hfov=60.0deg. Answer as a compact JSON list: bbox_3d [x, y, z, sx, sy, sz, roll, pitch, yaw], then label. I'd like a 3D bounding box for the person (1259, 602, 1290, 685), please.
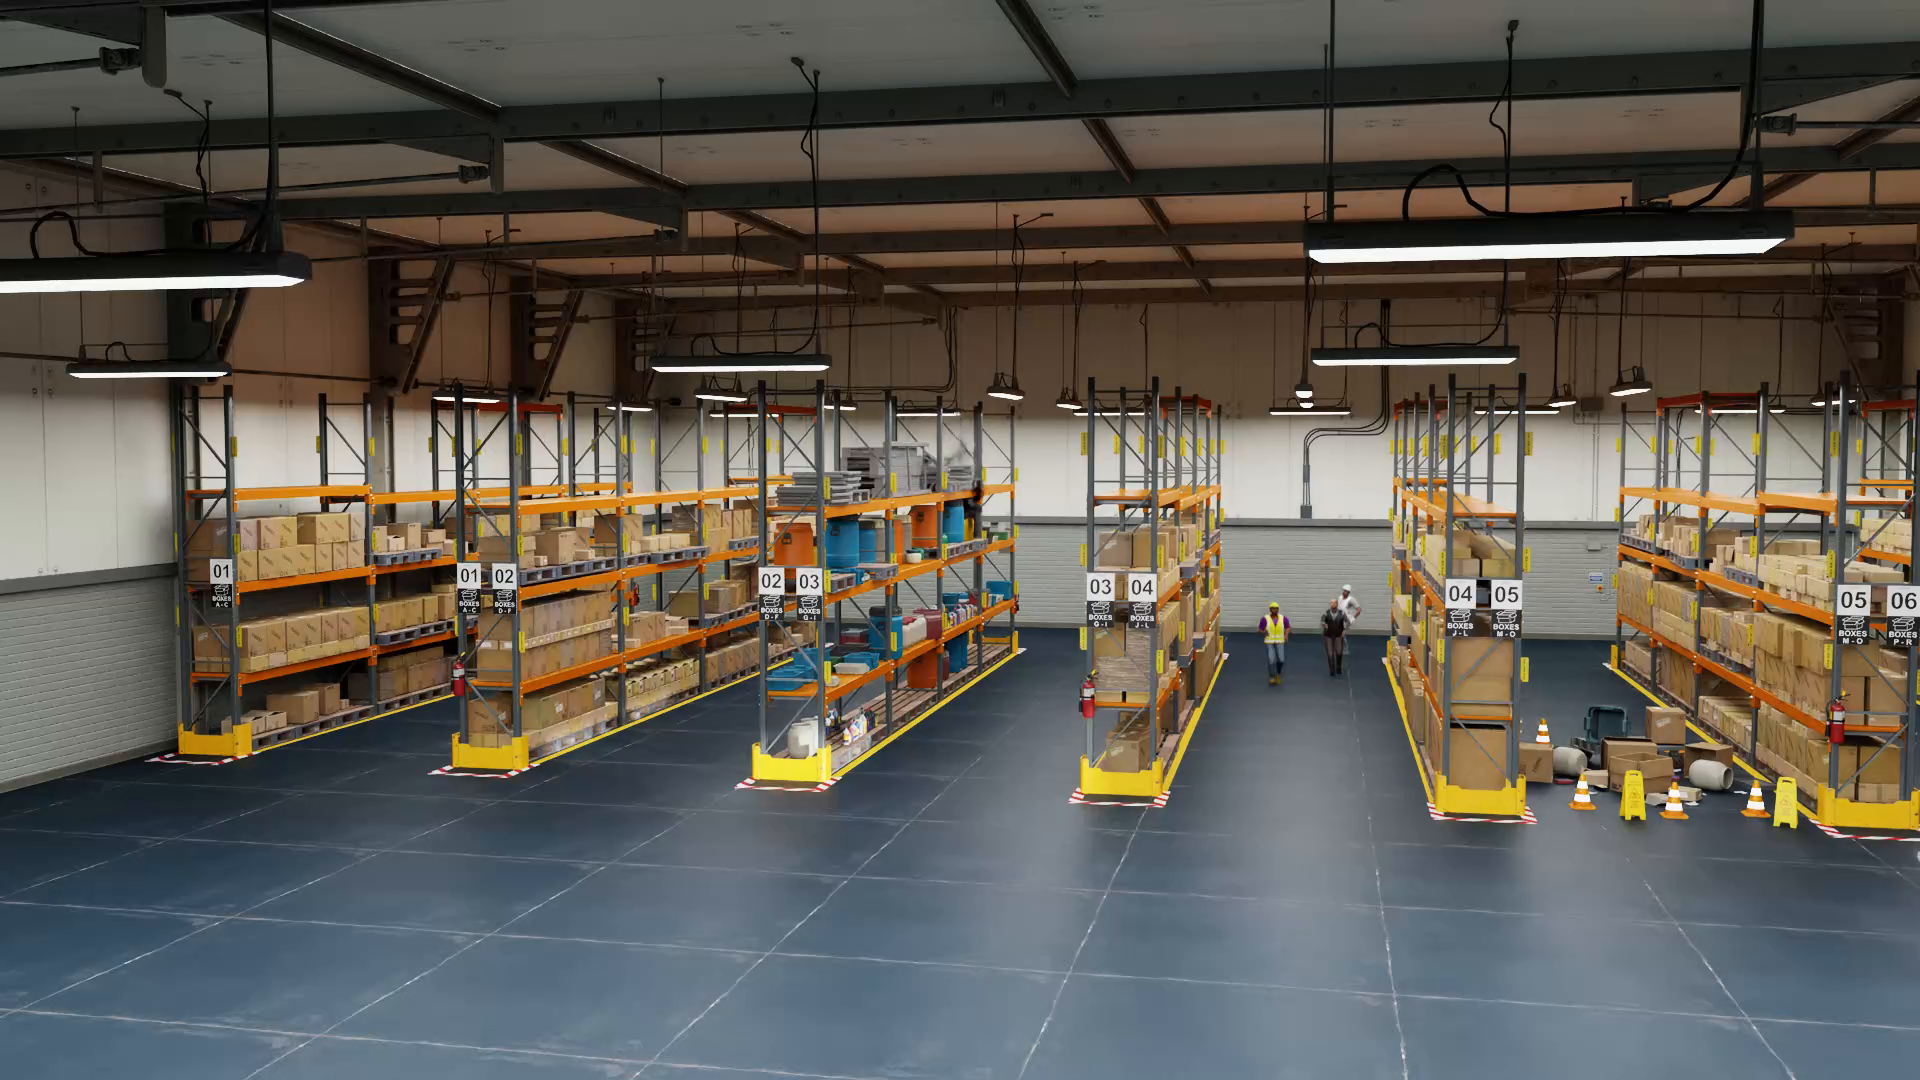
[{"bbox_3d":[6.603,2.178,34.839,0.680,1.750,0.626,0,3,4],"label":"person"}]

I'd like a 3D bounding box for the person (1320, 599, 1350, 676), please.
[{"bbox_3d":[8.145,2.126,36.189,0.646,1.685,0.606,1,3,16],"label":"person"}]

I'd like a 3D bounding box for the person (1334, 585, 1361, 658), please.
[{"bbox_3d":[9.066,1.939,39.334,0.650,1.778,0.738,-1,3,-22],"label":"person"}]
